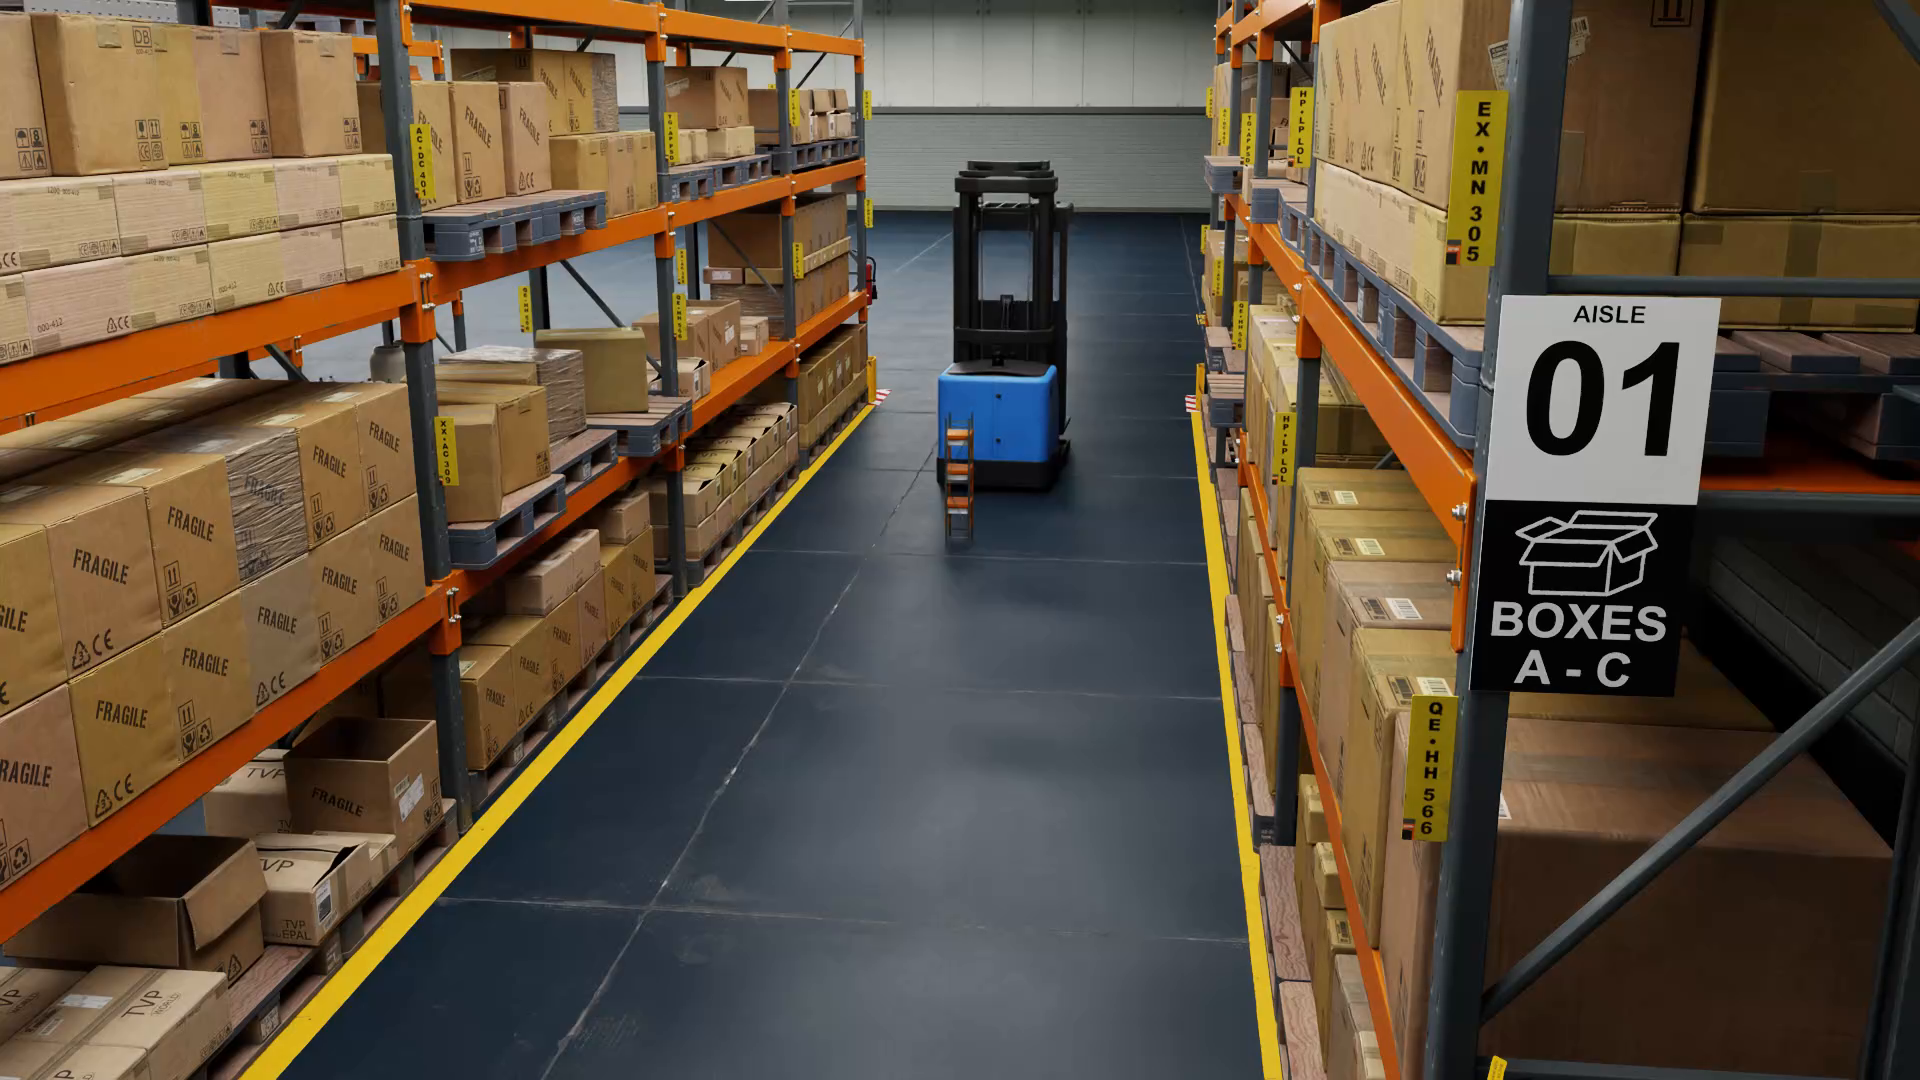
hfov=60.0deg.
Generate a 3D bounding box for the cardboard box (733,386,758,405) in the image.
[{"bbox_3d":[-2.143,-1.579,16.783,0.500,0.500,0.500,2,15,6],"label":"cardboard box"}]

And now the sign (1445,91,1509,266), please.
[{"bbox_3d":[0.984,-0.685,3.159,0.100,0.325,0.005,2,15,6],"label":"sign"}]

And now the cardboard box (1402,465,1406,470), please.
[{"bbox_3d":[2.276,-0.179,7.780,0.500,0.500,0.500,1,15,4],"label":"cardboard box"}]

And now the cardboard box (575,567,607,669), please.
[{"bbox_3d":[-2.482,0.466,10.139,0.500,0.500,0.500,1,15,4],"label":"cardboard box"}]

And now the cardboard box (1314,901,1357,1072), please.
[{"bbox_3d":[1.667,1.592,6.012,0.700,0.500,0.500,2,15,8],"label":"cardboard box"}]

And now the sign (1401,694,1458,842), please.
[{"bbox_3d":[0.984,0.478,3.474,0.100,0.325,0.005,2,15,6],"label":"sign"}]

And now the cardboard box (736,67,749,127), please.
[{"bbox_3d":[-2.155,-3.867,14.518,0.500,0.500,0.500,2,15,7],"label":"cardboard box"}]

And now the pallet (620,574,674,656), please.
[{"bbox_3d":[-2.620,0.490,11.445,1.003,0.211,1.213,2,15,6],"label":"pallet"}]

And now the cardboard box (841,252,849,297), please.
[{"bbox_3d":[-1.660,-3.051,19.007,0.700,0.500,0.500,2,15,6],"label":"cardboard box"}]

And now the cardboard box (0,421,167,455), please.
[{"bbox_3d":[-3.398,-0.161,6.404,0.500,0.500,0.500,1,15,5],"label":"cardboard box"}]

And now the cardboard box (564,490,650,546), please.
[{"bbox_3d":[-2.372,-0.152,10.987,0.500,0.250,0.500,2,15,8],"label":"cardboard box"}]

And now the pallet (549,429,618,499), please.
[{"bbox_3d":[-2.713,-0.451,9.952,1.003,0.211,1.213,2,15,6],"label":"pallet"}]

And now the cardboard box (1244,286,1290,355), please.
[{"bbox_3d":[2.671,-1.754,13.369,0.700,0.500,0.500,4,16,14],"label":"cardboard box"}]

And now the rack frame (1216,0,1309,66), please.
[{"bbox_3d":[3.327,-5.874,18.147,1.000,3.000,0.127,2,15,6],"label":"rack frame"}]

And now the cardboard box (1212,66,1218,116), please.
[{"bbox_3d":[2.936,-4.746,17.574,0.500,0.500,0.500,2,15,6],"label":"cardboard box"}]

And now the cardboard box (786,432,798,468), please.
[{"bbox_3d":[-1.805,-0.845,15.504,0.500,0.250,0.500,2,15,6],"label":"cardboard box"}]

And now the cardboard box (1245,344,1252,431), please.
[{"bbox_3d":[2.116,-0.987,10.764,0.500,0.500,0.500,2,15,8],"label":"cardboard box"}]

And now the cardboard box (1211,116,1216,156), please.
[{"bbox_3d":[2.945,-4.267,17.718,0.500,0.500,0.500,3,15,10],"label":"cardboard box"}]

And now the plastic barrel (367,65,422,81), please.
[{"bbox_3d":[-6.445,-4.998,19.027,0.600,0.830,0.708,2,15,6],"label":"plastic barrel"}]

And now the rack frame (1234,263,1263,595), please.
[{"bbox_3d":[2.425,-0.904,11.257,1.000,3.000,0.127,2,15,6],"label":"rack frame"}]

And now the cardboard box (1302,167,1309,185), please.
[{"bbox_3d":[2.420,-2.346,9.810,0.700,0.500,0.500,1,15,3],"label":"cardboard box"}]

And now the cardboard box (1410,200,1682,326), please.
[{"bbox_3d":[1.341,-0.653,3.875,0.500,0.250,0.500,2,15,8],"label":"cardboard box"}]

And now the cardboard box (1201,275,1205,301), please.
[{"bbox_3d":[2.957,-2.798,18.514,0.500,0.250,0.500,1,15,5],"label":"cardboard box"}]

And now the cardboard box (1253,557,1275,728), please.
[{"bbox_3d":[2.015,0.566,9.137,0.750,0.750,0.750,2,15,8],"label":"cardboard box"}]

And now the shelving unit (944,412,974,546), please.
[{"bbox_3d":[-0.006,-0.493,13.474,0.215,1.050,0.252,2,15,6],"label":"shelving unit"}]

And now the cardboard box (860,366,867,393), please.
[{"bbox_3d":[-1.362,-1.851,19.224,0.500,0.250,0.500,2,15,6],"label":"cardboard box"}]

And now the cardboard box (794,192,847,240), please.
[{"bbox_3d":[-1.666,-3.663,18.787,0.700,0.500,0.500,2,15,6],"label":"cardboard box"}]

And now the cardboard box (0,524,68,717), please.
[{"bbox_3d":[-3.037,0.252,4.875,0.500,0.500,0.500,2,15,7],"label":"cardboard box"}]

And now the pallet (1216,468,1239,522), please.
[{"bbox_3d":[2.790,-0.393,14.711,1.003,0.211,1.213,2,15,6],"label":"pallet"}]

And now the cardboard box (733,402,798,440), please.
[{"bbox_3d":[-1.807,-1.119,15.441,0.500,0.311,0.500,2,15,6],"label":"cardboard box"}]

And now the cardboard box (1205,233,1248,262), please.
[{"bbox_3d":[2.909,-3.035,17.951,0.500,0.500,0.500,2,15,6],"label":"cardboard box"}]

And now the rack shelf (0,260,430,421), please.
[{"bbox_3d":[-3.175,-0.593,5.740,1.077,0.370,4.000,2,15,6],"label":"rack shelf"}]

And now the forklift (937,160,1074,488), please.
[{"bbox_3d":[0.516,-2.227,16.284,1.130,2.935,3.031,2,15,8],"label":"forklift"}]

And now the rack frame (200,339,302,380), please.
[{"bbox_3d":[-6.968,-2.233,16.173,1.000,3.000,0.127,2,15,6],"label":"rack frame"}]

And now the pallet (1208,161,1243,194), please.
[{"bbox_3d":[2.587,-2.872,13.151,1.213,0.211,1.003,2,15,6],"label":"pallet"}]

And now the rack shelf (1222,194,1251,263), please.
[{"bbox_3d":[2.650,-2.523,12.878,1.077,0.370,4.000,2,15,6],"label":"rack shelf"}]

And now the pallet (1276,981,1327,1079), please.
[{"bbox_3d":[1.675,1.992,5.890,1.003,0.211,1.213,2,15,6],"label":"pallet"}]

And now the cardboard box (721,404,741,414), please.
[{"bbox_3d":[-2.341,-1.132,15.491,0.500,0.311,0.500,2,15,6],"label":"cardboard box"}]

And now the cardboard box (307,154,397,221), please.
[{"bbox_3d":[-2.734,-1.494,7.023,0.500,0.250,0.500,2,15,6],"label":"cardboard box"}]

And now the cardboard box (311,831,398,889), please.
[{"bbox_3d":[-2.714,1.408,7.327,0.380,0.149,0.250,2,15,6],"label":"cardboard box"}]

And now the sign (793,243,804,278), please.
[{"bbox_3d":[-1.506,-2.593,15.439,0.100,0.325,0.005,2,15,6],"label":"sign"}]

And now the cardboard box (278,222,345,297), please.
[{"bbox_3d":[-2.807,-1.123,6.611,0.500,0.250,0.500,2,15,6],"label":"cardboard box"}]

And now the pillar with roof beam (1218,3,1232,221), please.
[{"bbox_3d":[3.216,-13.575,46.626,9.100,9.000,0.548,2,15,6],"label":"pillar with roof beam"}]

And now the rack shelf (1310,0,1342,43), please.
[{"bbox_3d":[1.748,-1.703,4.865,1.077,0.370,4.000,2,15,6],"label":"rack shelf"}]

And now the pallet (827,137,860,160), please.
[{"bbox_3d":[-1.701,-4.346,18.411,1.003,0.211,1.213,2,15,6],"label":"pallet"}]

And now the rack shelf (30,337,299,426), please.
[{"bbox_3d":[-7.193,-1.367,14.348,1.077,0.370,4.000,2,15,6],"label":"rack shelf"}]

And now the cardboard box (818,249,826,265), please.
[{"bbox_3d":[-1.622,-2.978,17.493,0.380,0.149,0.250,1,15,5],"label":"cardboard box"}]

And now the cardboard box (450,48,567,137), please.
[{"bbox_3d":[-2.668,-2.650,9.862,0.500,0.500,0.500,2,15,6],"label":"cardboard box"}]

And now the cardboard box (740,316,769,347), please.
[{"bbox_3d":[-2.059,-1.885,15.172,0.500,0.250,0.500,3,15,10],"label":"cardboard box"}]

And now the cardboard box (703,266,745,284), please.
[{"bbox_3d":[-2.229,-2.524,15.816,0.380,0.149,0.250,2,15,6],"label":"cardboard box"}]

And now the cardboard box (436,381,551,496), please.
[{"bbox_3d":[-2.659,-0.559,8.985,0.700,0.500,0.500,4,16,15],"label":"cardboard box"}]

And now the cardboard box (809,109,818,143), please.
[{"bbox_3d":[-1.667,-4.024,16.149,0.500,0.311,0.500,1,15,3],"label":"cardboard box"}]

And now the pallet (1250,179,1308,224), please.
[{"bbox_3d":[2.405,-2.092,10.267,1.213,0.211,1.003,2,15,9],"label":"pallet"}]

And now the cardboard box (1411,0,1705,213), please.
[{"bbox_3d":[1.333,-1.015,3.778,0.500,0.500,0.500,2,15,6],"label":"cardboard box"}]

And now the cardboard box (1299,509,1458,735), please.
[{"bbox_3d":[1.808,0.318,6.163,0.980,0.700,0.700,1,15,5],"label":"cardboard box"}]
